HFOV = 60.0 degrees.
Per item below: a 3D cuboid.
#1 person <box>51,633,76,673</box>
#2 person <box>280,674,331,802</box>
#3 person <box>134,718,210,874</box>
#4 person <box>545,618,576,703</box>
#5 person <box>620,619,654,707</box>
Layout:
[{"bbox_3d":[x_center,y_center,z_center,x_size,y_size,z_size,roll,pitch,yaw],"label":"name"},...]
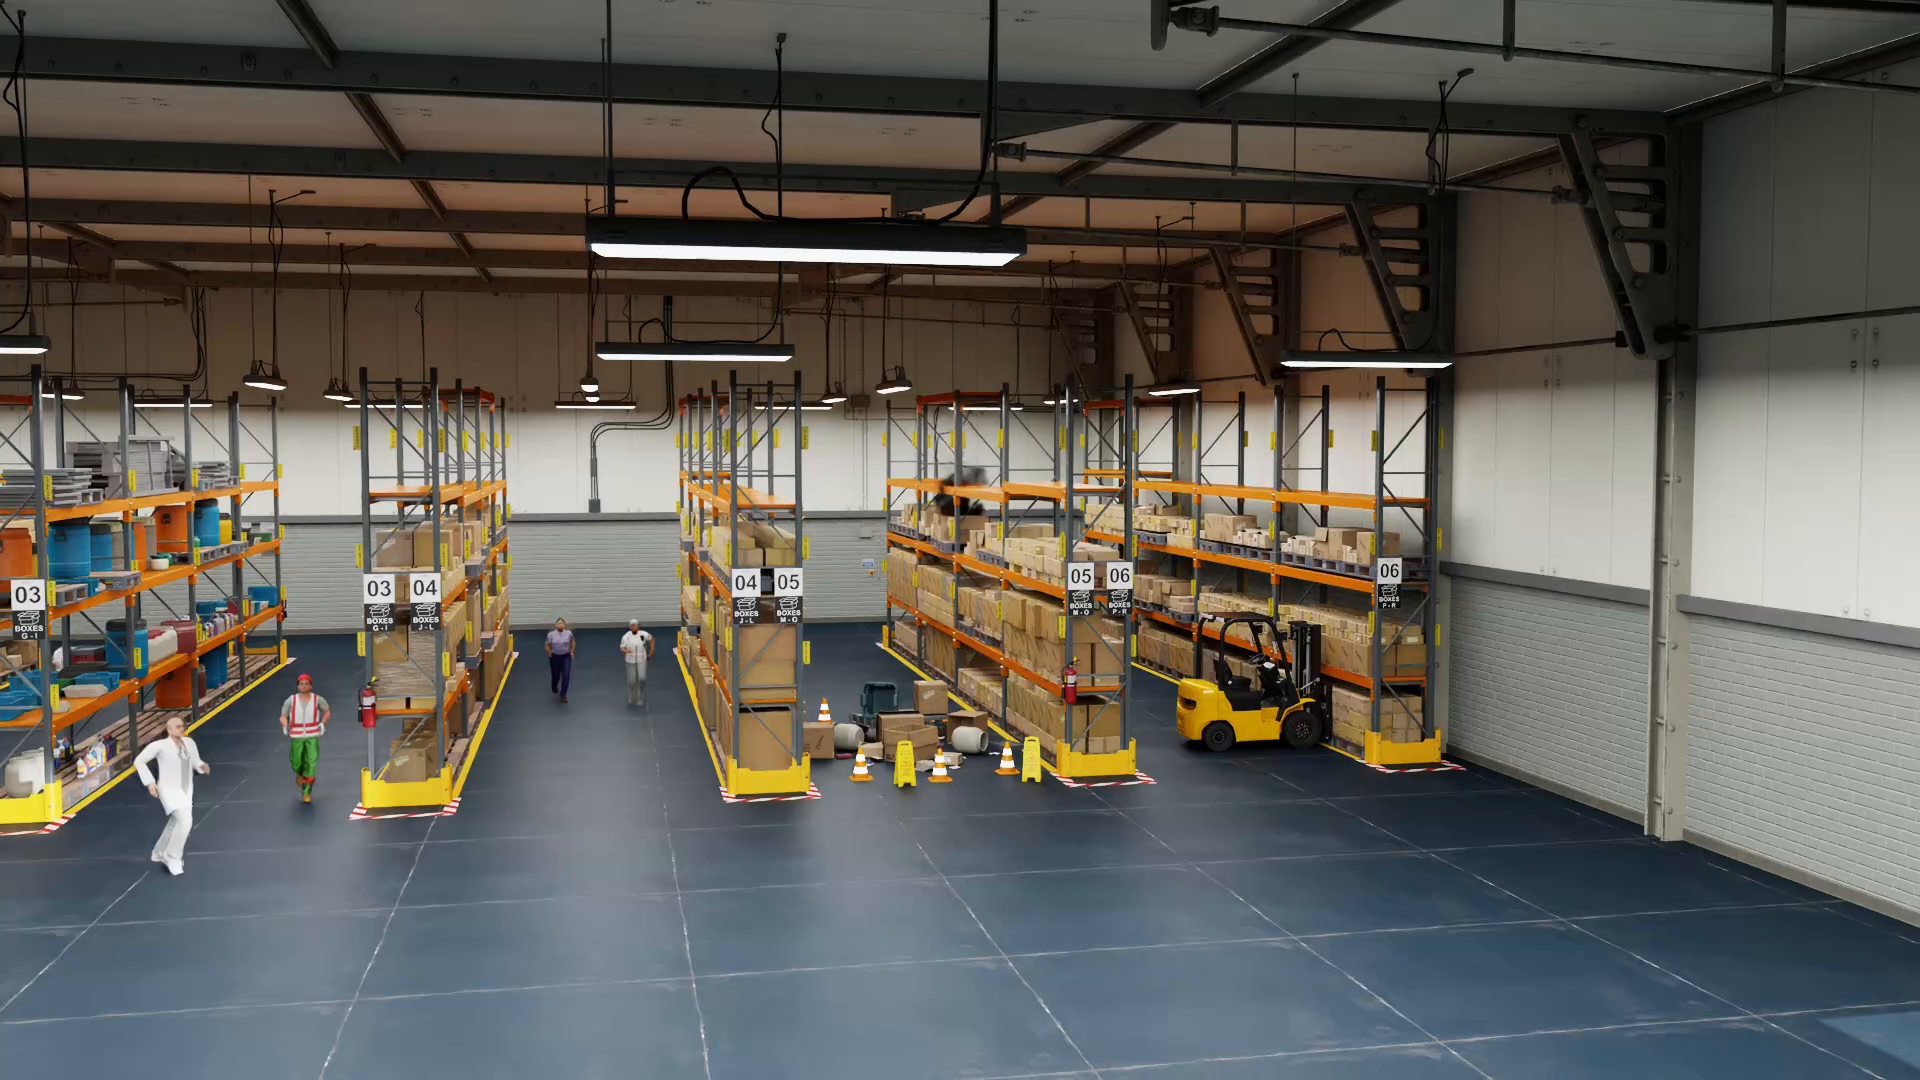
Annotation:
[{"bbox_3d":[-15.693,2.435,29.230,0.572,1.651,0.557,-1,4,-14],"label":"person"},{"bbox_3d":[-9.132,2.745,23.204,0.654,1.742,0.808,-1,4,-19],"label":"person"},{"bbox_3d":[-9.136,2.977,19.405,0.808,1.823,0.693,1,4,18],"label":"person"},{"bbox_3d":[-7.702,2.299,32.065,0.597,1.595,0.754,-1,4,-19],"label":"person"},{"bbox_3d":[-6.082,2.308,31.341,0.613,1.655,0.834,0,3,-7],"label":"person"}]
